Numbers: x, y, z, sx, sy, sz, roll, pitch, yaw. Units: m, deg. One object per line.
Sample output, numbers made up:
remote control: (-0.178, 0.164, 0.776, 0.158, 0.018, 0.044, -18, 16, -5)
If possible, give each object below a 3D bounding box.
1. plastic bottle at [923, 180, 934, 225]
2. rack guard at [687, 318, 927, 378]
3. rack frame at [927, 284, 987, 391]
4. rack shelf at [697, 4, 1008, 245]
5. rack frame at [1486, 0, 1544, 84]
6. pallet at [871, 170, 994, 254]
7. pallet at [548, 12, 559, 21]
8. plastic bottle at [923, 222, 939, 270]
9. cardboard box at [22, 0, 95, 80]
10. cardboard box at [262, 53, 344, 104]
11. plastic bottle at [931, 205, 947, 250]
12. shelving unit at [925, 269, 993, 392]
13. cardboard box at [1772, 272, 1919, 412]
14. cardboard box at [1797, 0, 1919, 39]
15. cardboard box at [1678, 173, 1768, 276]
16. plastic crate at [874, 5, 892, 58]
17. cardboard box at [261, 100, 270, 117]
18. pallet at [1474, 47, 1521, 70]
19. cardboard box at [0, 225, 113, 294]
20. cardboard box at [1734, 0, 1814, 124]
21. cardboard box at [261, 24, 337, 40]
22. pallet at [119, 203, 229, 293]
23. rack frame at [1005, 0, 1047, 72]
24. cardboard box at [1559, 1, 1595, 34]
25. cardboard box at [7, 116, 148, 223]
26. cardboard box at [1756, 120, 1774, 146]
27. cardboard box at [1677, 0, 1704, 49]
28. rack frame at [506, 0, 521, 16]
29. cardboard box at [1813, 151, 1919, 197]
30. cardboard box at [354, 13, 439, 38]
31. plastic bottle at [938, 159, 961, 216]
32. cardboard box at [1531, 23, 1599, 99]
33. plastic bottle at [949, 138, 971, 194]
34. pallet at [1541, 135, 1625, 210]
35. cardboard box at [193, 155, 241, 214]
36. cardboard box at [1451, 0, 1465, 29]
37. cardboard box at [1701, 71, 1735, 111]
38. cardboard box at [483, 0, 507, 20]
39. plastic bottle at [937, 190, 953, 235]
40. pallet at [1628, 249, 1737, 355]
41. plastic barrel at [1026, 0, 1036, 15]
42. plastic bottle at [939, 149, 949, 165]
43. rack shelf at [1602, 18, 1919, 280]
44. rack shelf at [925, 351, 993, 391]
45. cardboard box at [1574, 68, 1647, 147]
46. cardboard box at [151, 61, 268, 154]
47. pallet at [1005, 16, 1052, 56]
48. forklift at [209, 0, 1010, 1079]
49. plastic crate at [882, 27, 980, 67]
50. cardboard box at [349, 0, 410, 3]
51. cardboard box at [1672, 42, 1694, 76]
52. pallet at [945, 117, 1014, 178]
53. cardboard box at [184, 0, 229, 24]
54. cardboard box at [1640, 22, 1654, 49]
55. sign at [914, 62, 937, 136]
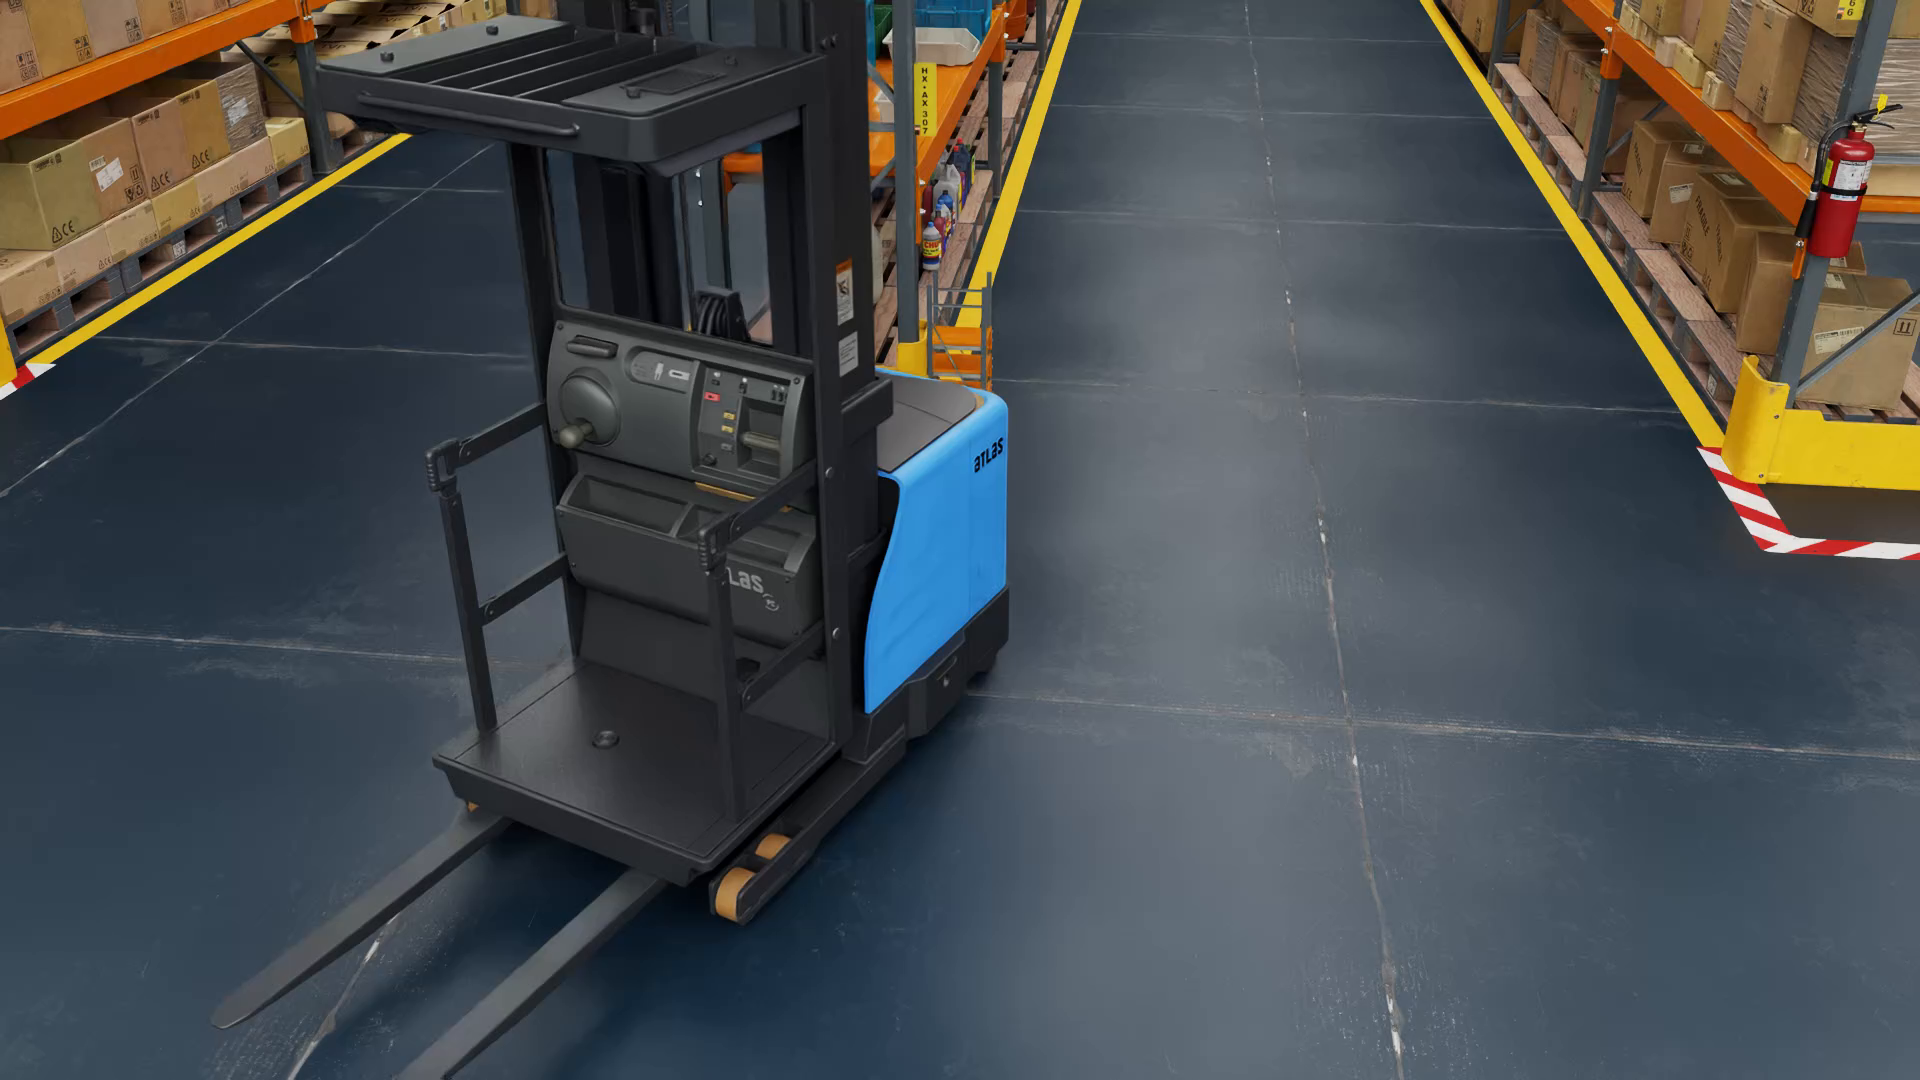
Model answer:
plastic bottle: (-0.196, -2.137, 10.454, 0.061, 0.283, 0.133, 3, 28, 6)
rack guard: (-0.738, -0.827, 8.258, 1.175, 0.500, 0.348, 3, 28, 6)
rack frame: (-0.013, -0.478, 6.873, 0.240, 1.200, 0.006, 3, 28, 6)
rack shelf: (-0.455, -2.513, 9.511, 1.077, 0.370, 4.000, 3, 28, 6)
rack frame: (5.195, -5.367, 14.049, 1.000, 3.000, 0.127, 3, 28, 6)
pallet: (-0.334, -2.230, 11.167, 1.003, 0.211, 1.213, 3, 28, 6)
pallet: (-4.507, -5.066, 16.430, 1.003, 0.211, 1.213, 3, 28, 6)
plastic bottle: (-0.169, -1.717, 9.687, 0.097, 0.271, 0.097, 0, 28, 0)
cardboard box: (-5.420, -2.922, 9.406, 0.700, 0.500, 0.500, 4, 29, 7)
cardboard box: (-4.828, -3.463, 12.380, 0.500, 0.311, 0.500, 3, 29, 6)
plastic bottle: (-0.127, -1.878, 9.986, 0.097, 0.271, 0.097, 0, 28, 0)
shelving unit: (-0.002, -0.521, 6.953, 0.258, 1.200, 0.189, 3, 28, 6)
cardboard box: (4.308, -0.978, 8.096, 0.500, 0.500, 0.500, 9, 30, 16)
cardboard box: (4.037, -2.489, 7.235, 0.500, 0.500, 0.500, 3, 28, 6)
cardboard box: (4.556, -1.815, 9.650, 0.500, 0.500, 0.500, 1, 28, 2)
plastic crate: (-0.657, -3.056, 9.983, 0.450, 0.188, 0.662, 3, 28, 6)
cardboard box: (-5.363, -3.248, 12.572, 0.500, 0.250, 0.500, 3, 28, 6)
pallet: (5.367, -4.506, 15.391, 1.003, 0.211, 1.213, 3, 28, 6)
cardboard box: (-5.272, -1.628, 9.565, 0.500, 0.250, 0.500, 3, 28, 6)
cardboard box: (4.252, -2.276, 7.892, 0.875, 0.500, 0.500, 3, 28, 6)
cardboard box: (-5.240, -3.970, 13.321, 0.500, 0.311, 0.500, 3, 28, 6)
pallet: (-5.412, -1.886, 10.528, 1.003, 0.211, 1.213, 3, 28, 6)
rack frame: (0.280, -5.654, 14.583, 1.000, 3.000, 0.127, 3, 28, 6)
cardboard box: (5.088, -4.223, 13.306, 0.500, 0.250, 0.500, 7, 29, 12)
cardboard box: (-5.222, -2.194, 9.825, 0.500, 0.500, 0.500, 3, 28, 6)
cardboard box: (4.102, -1.992, 8.049, 0.380, 0.149, 0.250, 3, 28, 6)
cardboard box: (4.531, -2.976, 9.192, 0.875, 0.500, 0.500, 3, 28, 6)
rack frame: (-4.636, -5.944, 15.121, 1.000, 3.000, 0.127, 3, 28, 6)
cardboard box: (4.045, -1.636, 7.390, 0.380, 0.149, 0.250, 3, 28, 6)
cardboard box: (-4.641, -4.186, 13.723, 0.500, 0.311, 0.500, 4, 29, 8)
plastic bottle: (-0.066, -2.237, 10.568, 0.144, 0.351, 0.185, 3, 28, 6)
cardboard box: (5.078, -3.881, 13.464, 0.700, 0.500, 0.500, 1, 28, 2)
plastic bottle: (-0.003, -2.479, 11.018, 0.144, 0.351, 0.185, 3, 28, 5)
pallet: (4.799, -2.623, 11.896, 1.003, 0.211, 1.213, 3, 28, 6)
cardboard box: (-5.083, -2.334, 10.875, 0.500, 0.250, 0.500, 3, 28, 6)
cardboard box: (5.418, -5.359, 15.832, 1.225, 0.875, 0.875, 3, 29, 6)
cardboard box: (4.125, -2.349, 8.712, 0.380, 0.149, 0.250, 3, 28, 6)
cardboard box: (-4.456, -4.904, 15.056, 0.500, 0.311, 0.500, 4, 29, 8)
plastic bottle: (-0.090, -2.020, 10.250, 0.097, 0.271, 0.097, 0, 28, 0)
pallet: (4.511, -1.362, 9.556, 1.003, 0.211, 1.213, 3, 28, 6)
plastic barrel: (0.461, -5.541, 16.471, 0.600, 0.588, 0.708, 3, 28, 6)
plastic bottle: (-0.146, -2.488, 11.034, 0.144, 0.351, 0.185, 3, 28, 6)
rack shelf: (4.460, -2.226, 8.977, 1.077, 0.370, 4.000, 3, 28, 6)
rack shelf: (-0.002, -0.694, 6.860, 0.258, 0.103, 0.180, 3, 28, 6)
cardboard box: (4.879, -3.088, 11.991, 0.700, 0.500, 0.500, 3, 28, 6)
cardboard box: (-5.039, -2.900, 11.136, 0.500, 0.500, 0.500, 3, 28, 6)
pallet: (0.335, -4.800, 15.938, 1.003, 0.211, 1.213, 3, 28, 6)
forklift: (-0.968, -0.368, 4.842, 1.130, 2.935, 3.031, 15, 32, 25)
plastic crate: (-0.158, -2.876, 9.705, 0.530, 0.136, 0.437, 3, 28, 6)
cardboard box: (-5.047, -4.688, 14.654, 0.500, 0.311, 0.500, 3, 28, 5)
cardboard box: (4.252, -2.700, 9.363, 0.380, 0.149, 0.250, 3, 28, 6)
pallet: (-0.153, -2.916, 12.440, 1.003, 0.211, 1.213, 3, 28, 6)
cardboard box: (-5.232, -3.647, 10.752, 0.700, 0.500, 0.500, 3, 28, 6)
cardboard box: (4.334, -3.053, 10.020, 0.380, 0.149, 0.250, 3, 28, 6)
sign: (-0.155, -1.977, 7.464, 0.100, 0.325, 0.005, 3, 28, 6)
